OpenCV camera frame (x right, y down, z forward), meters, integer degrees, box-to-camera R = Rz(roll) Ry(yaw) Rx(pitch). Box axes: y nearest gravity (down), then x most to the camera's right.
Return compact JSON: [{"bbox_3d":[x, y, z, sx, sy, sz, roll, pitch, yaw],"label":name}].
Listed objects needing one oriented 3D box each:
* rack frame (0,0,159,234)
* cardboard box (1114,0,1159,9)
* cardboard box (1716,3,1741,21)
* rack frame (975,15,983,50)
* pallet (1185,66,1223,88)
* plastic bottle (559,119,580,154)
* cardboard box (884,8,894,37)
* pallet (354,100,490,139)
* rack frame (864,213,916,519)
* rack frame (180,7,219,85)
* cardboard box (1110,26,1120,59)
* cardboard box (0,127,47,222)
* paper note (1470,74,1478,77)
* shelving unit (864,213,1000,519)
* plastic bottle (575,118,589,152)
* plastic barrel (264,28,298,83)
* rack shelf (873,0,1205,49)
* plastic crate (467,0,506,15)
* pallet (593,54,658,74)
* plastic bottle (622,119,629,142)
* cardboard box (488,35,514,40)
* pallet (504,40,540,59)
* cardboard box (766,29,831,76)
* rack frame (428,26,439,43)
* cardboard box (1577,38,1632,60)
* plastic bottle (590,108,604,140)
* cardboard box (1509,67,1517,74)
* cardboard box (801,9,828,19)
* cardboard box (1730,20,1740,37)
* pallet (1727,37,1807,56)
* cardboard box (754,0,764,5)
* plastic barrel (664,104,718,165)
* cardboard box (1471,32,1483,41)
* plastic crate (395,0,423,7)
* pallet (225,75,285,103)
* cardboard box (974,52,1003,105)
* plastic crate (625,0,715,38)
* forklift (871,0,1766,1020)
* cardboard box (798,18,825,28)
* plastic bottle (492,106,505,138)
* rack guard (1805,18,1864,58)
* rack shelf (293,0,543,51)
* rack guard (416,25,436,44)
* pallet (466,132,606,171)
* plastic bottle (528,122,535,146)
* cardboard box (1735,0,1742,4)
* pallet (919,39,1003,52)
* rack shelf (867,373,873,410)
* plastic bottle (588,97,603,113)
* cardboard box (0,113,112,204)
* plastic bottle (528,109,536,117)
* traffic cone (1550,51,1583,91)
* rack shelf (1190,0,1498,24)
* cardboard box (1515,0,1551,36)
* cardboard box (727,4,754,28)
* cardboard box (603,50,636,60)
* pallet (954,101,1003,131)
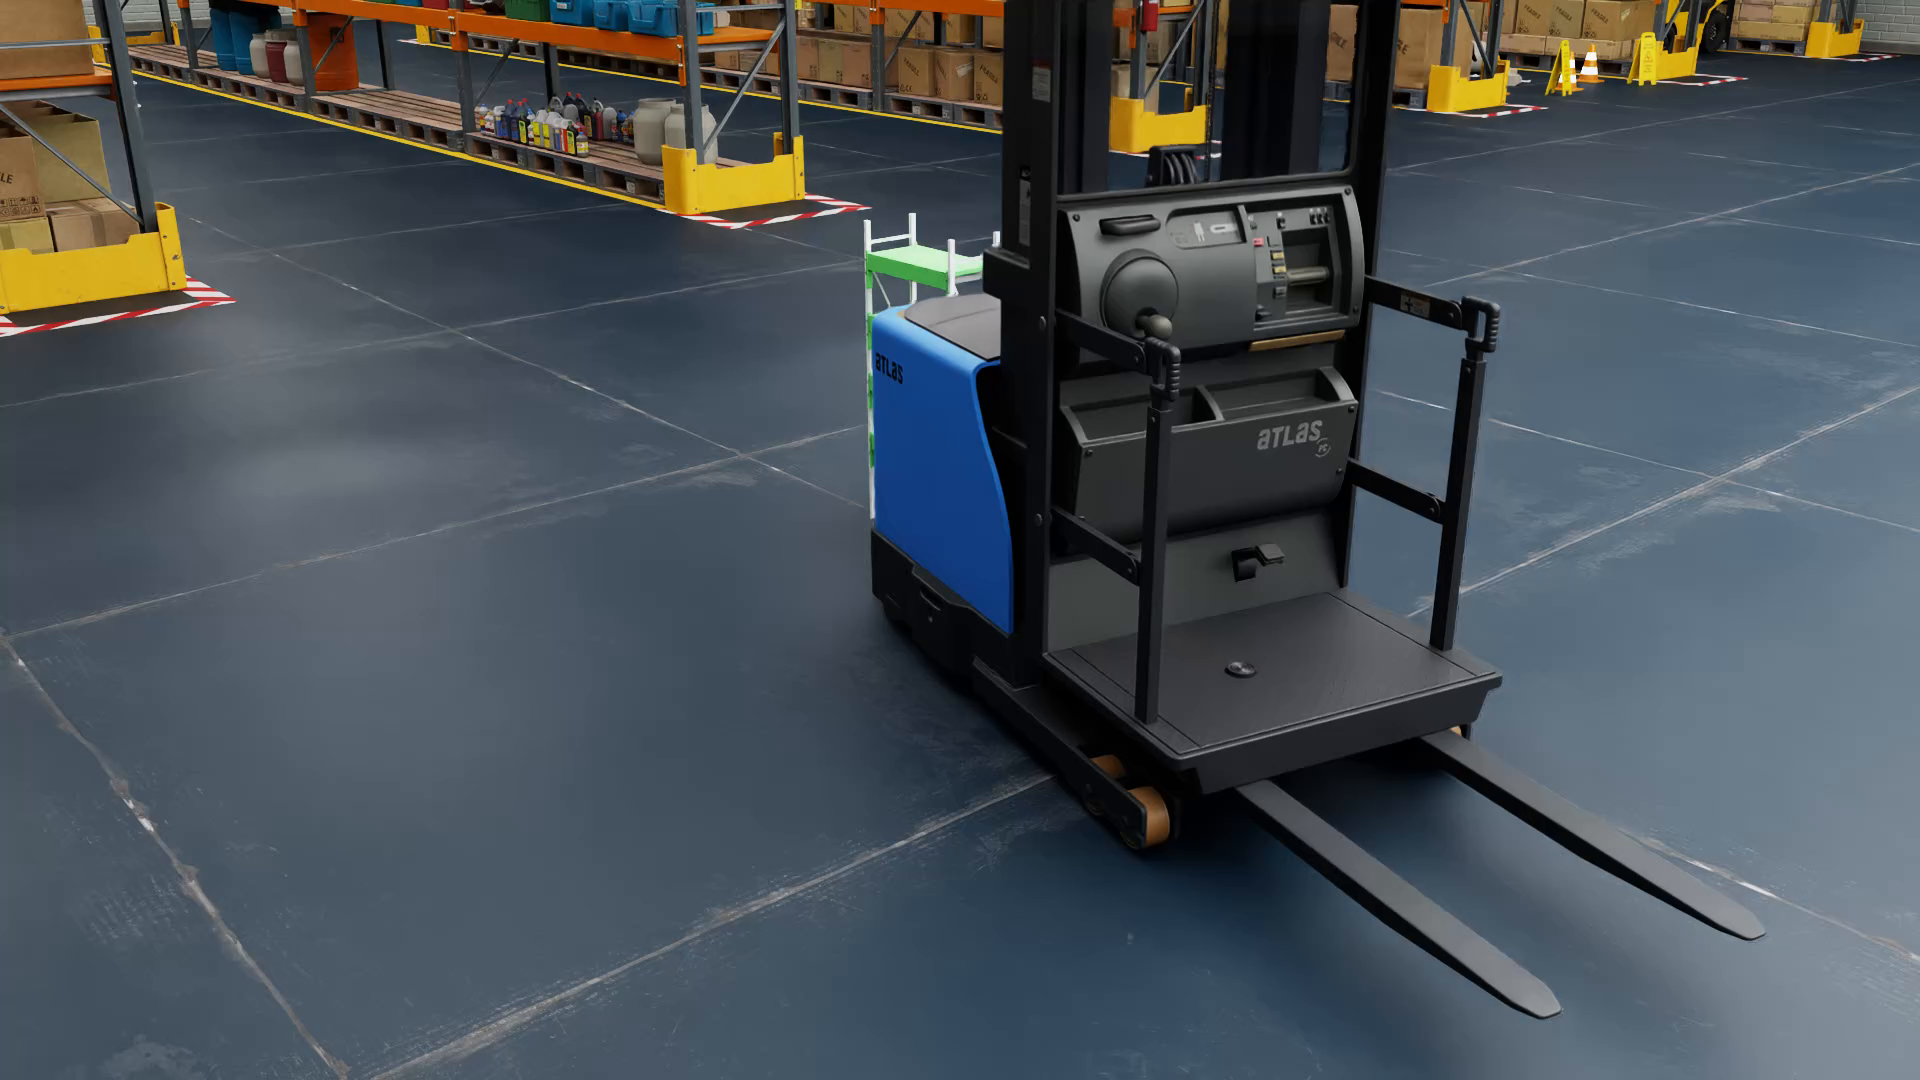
[{"bbox_3d":[-5.470,-2.918,9.820,1.000,3.000,0.127,-17,27,-37],"label":"rack frame"},{"bbox_3d":[1.695,-5.188,15.960,0.380,0.149,0.250,-17,27,-37],"label":"cardboard box"},{"bbox_3d":[12.076,-8.304,26.080,0.500,0.250,0.500,-18,28,-39],"label":"cardboard box"},{"bbox_3d":[0.639,-8.638,24.425,1.000,3.000,0.127,-17,27,-37],"label":"rack frame"},{"bbox_3d":[3.687,-6.006,21.528,1.003,0.211,1.213,-17,27,-37],"label":"pallet"},{"bbox_3d":[-3.390,-3.512,14.468,0.152,0.276,0.135,-17,27,-37],"label":"plastic bottle"},{"bbox_3d":[-0.992,-8.220,26.210,0.500,0.500,0.500,-17,27,-37],"label":"cardboard box"},{"bbox_3d":[-5.669,-4.448,17.550,1.003,0.211,1.213,-17,27,-37],"label":"pallet"},{"bbox_3d":[-0.267,-0.672,6.554,0.240,1.200,0.015,-17,27,-37],"label":"rack frame"},{"bbox_3d":[-9.548,-7.411,21.293,1.000,3.000,0.127,-17,27,-37],"label":"rack frame"},{"bbox_3d":[2.150,-7.098,23.003,1.050,0.750,0.750,-17,27,-37],"label":"cardboard box"},{"bbox_3d":[-6.045,-2.259,10.306,0.500,0.500,0.500,-17,27,-37],"label":"cardboard box"},{"bbox_3d":[6.979,-6.304,22.553,0.148,0.019,0.142,-8,23,-19],"label":"paper note"},{"bbox_3d":[-0.108,-0.604,6.382,0.258,1.200,0.503,-17,27,-37],"label":"shelving unit"},{"bbox_3d":[-3.309,-3.541,14.532,0.061,0.283,0.133,-17,27,-37],"label":"plastic bottle"},{"bbox_3d":[-8.006,-5.822,19.966,0.600,0.588,0.708,-17,27,-37],"label":"plastic barrel"},{"bbox_3d":[0.732,-5.492,17.381,1.077,0.370,4.000,-17,27,-37],"label":"rack shelf"},{"bbox_3d":[-4.081,-4.997,15.215,0.767,0.338,0.504,-17,27,-37],"label":"plastic crate"},{"bbox_3d":[-4.434,-6.759,23.452,1.003,0.211,1.213,-17,27,-37],"label":"pallet"},{"bbox_3d":[-3.016,-3.723,15.109,0.097,0.201,0.097,0,21,0],"label":"plastic bottle"},{"bbox_3d":[-6.753,-8.247,25.763,0.875,0.875,0.875,-17,27,-37],"label":"cardboard box"},{"bbox_3d":[-6.233,-7.521,25.396,1.003,0.211,1.213,-17,27,-37],"label":"pallet"},{"bbox_3d":[-1.985,-6.041,20.618,0.700,0.500,0.500,-15,26,-33],"label":"cardboard box"},{"bbox_3d":[-8.407,-9.695,27.125,1.000,3.000,0.127,-17,27,-37],"label":"rack frame"},{"bbox_3d":[8.798,-6.715,22.710,0.500,0.250,0.500,-18,27,-38],"label":"cardboard box"},{"bbox_3d":[-3.328,-3.818,15.241,0.061,0.283,0.133,-17,27,-37],"label":"plastic bottle"},{"bbox_3d":[7.159,-6.188,22.078,0.380,0.149,0.250,-4,22,-10],"label":"cardboard box"},{"bbox_3d":[-2.419,-8.761,27.665,0.380,0.149,0.250,-17,27,-36],"label":"cardboard box"},{"bbox_3d":[12.120,-8.067,26.161,0.500,0.250,0.500,-17,27,-37],"label":"cardboard box"},{"bbox_3d":[12.772,-7.720,25.904,1.003,0.211,1.213,-17,27,-37],"label":"pallet"},{"bbox_3d":[-3.309,-9.267,28.550,0.380,0.149,0.250,-19,28,-39],"label":"cardboard box"},{"bbox_3d":[-2.202,-3.297,13.623,0.421,0.512,0.421,0,21,0],"label":"plastic barrel"},{"bbox_3d":[7.471,-7.282,24.158,0.500,0.250,0.500,-16,26,-34],"label":"cardboard box"},{"bbox_3d":[-5.282,-5.424,16.242,0.392,0.384,0.575,-17,27,-37],"label":"plastic crate"},{"bbox_3d":[-8.275,-5.552,20.371,1.003,0.211,1.213,-17,27,-37],"label":"pallet"},{"bbox_3d":[0.501,-4.982,17.943,0.500,0.500,0.500,19,29,40],"label":"cardboard box"},{"bbox_3d":[-2.268,-4.094,13.027,0.499,0.251,0.616,-17,27,-37],"label":"plastic crate"},{"bbox_3d":[0.803,-0.731,4.332,1.130,2.935,3.031,-10,24,-25],"label":"forklift"},{"bbox_3d":[-2.486,-8.638,27.760,0.380,0.149,0.250,-17,27,-37],"label":"cardboard box"},{"bbox_3d":[-4.218,-3.862,15.364,0.152,0.276,0.135,-16,27,-36],"label":"plastic bottle"},{"bbox_3d":[13.318,-7.646,25.320,1.175,0.500,0.348,-17,27,-37],"label":"rack guard"},{"bbox_3d":[-5.631,-5.419,17.192,1.077,0.370,4.000,-17,27,-37],"label":"rack shelf"},{"bbox_3d":[-8.422,-8.538,27.598,1.175,0.500,0.348,-17,27,-37],"label":"rack guard"},{"bbox_3d":[-3.919,-3.707,15.659,1.003,0.211,1.213,-17,27,-37],"label":"pallet"},{"bbox_3d":[-3.823,-3.645,14.911,0.097,0.201,0.097,0,21,0],"label":"plastic bottle"},{"bbox_3d":[12.091,-8.527,25.966,0.500,0.250,0.500,-17,27,-37],"label":"cardboard box"},{"bbox_3d":[0.130,-7.556,25.486,1.003,0.211,1.213,-17,27,-37],"label":"pallet"},{"bbox_3d":[-0.108,-0.545,6.405,0.258,0.148,0.480,-17,27,-37],"label":"rack shelf"},{"bbox_3d":[-3.351,-3.921,15.410,0.144,0.351,0.185,-18,27,-38],"label":"plastic bottle"},{"bbox_3d":[-5.979,-2.521,10.973,0.500,0.500,0.500,-17,27,-37],"label":"cardboard box"},{"bbox_3d":[-3.927,-3.802,15.217,0.097,0.271,0.097,0,21,0],"label":"plastic bottle"},{"bbox_3d":[7.668,-5.906,20.929,0.336,0.463,0.334,-17,27,-37],"label":"traffic cone"},{"bbox_3d":[4.555,-6.645,20.324,1.077,0.370,4.000,-17,27,-37],"label":"rack shelf"},{"bbox_3d":[8.157,-7.342,23.283,0.500,0.500,0.500,-18,28,-39],"label":"cardboard box"},{"bbox_3d":[-2.725,-6.697,21.266,0.500,0.250,0.500,-16,27,-35],"label":"cardboard box"},{"bbox_3d":[-4.195,-7.135,22.926,1.225,0.875,0.875,-17,27,-37],"label":"cardboard box"},{"bbox_3d":[0.692,-4.567,17.855,1.003,0.211,1.213,-17,27,-37],"label":"pallet"}]
